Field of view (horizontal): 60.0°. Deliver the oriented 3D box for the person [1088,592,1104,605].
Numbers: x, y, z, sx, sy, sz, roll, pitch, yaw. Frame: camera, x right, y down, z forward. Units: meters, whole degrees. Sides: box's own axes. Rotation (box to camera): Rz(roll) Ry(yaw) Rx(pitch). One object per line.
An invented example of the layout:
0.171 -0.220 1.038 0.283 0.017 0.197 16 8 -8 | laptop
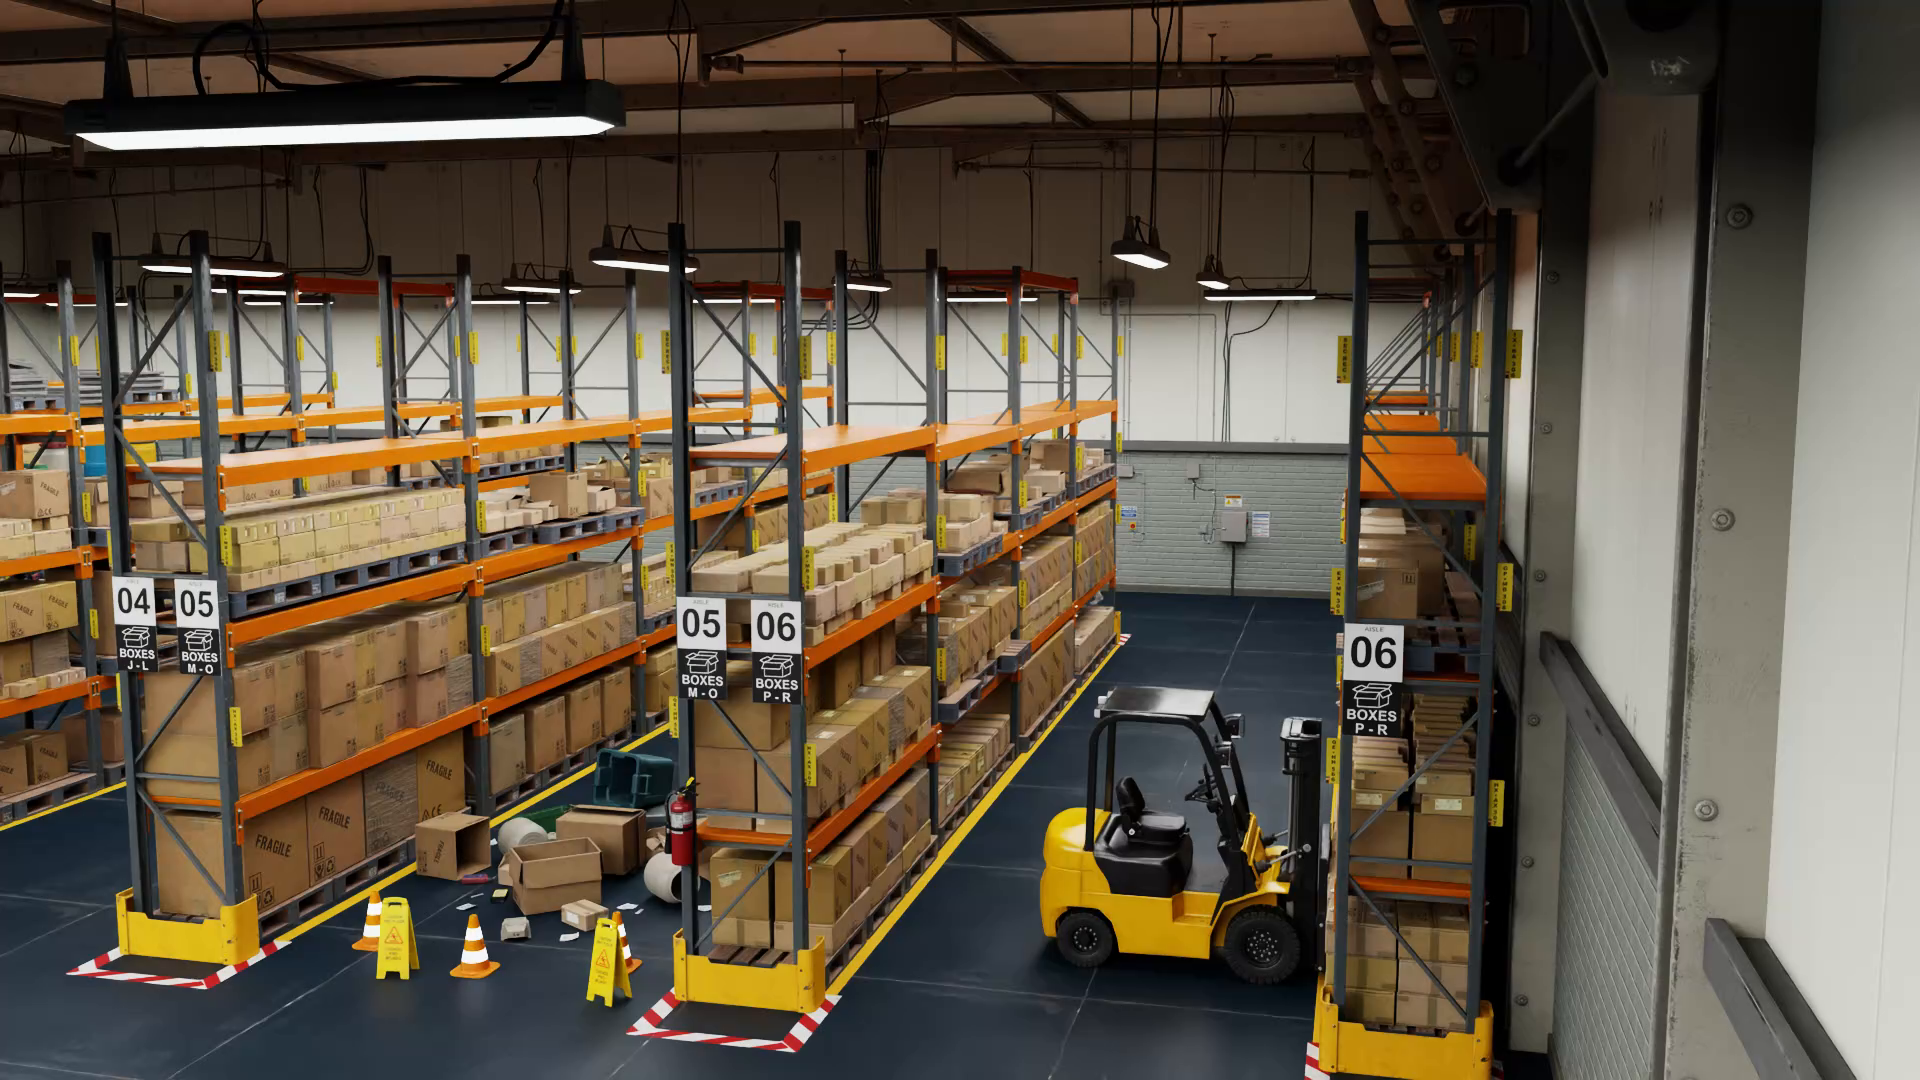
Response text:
2.257 0.459 31.492 1.019 1.726 0.514 -1 7 -9 | person
